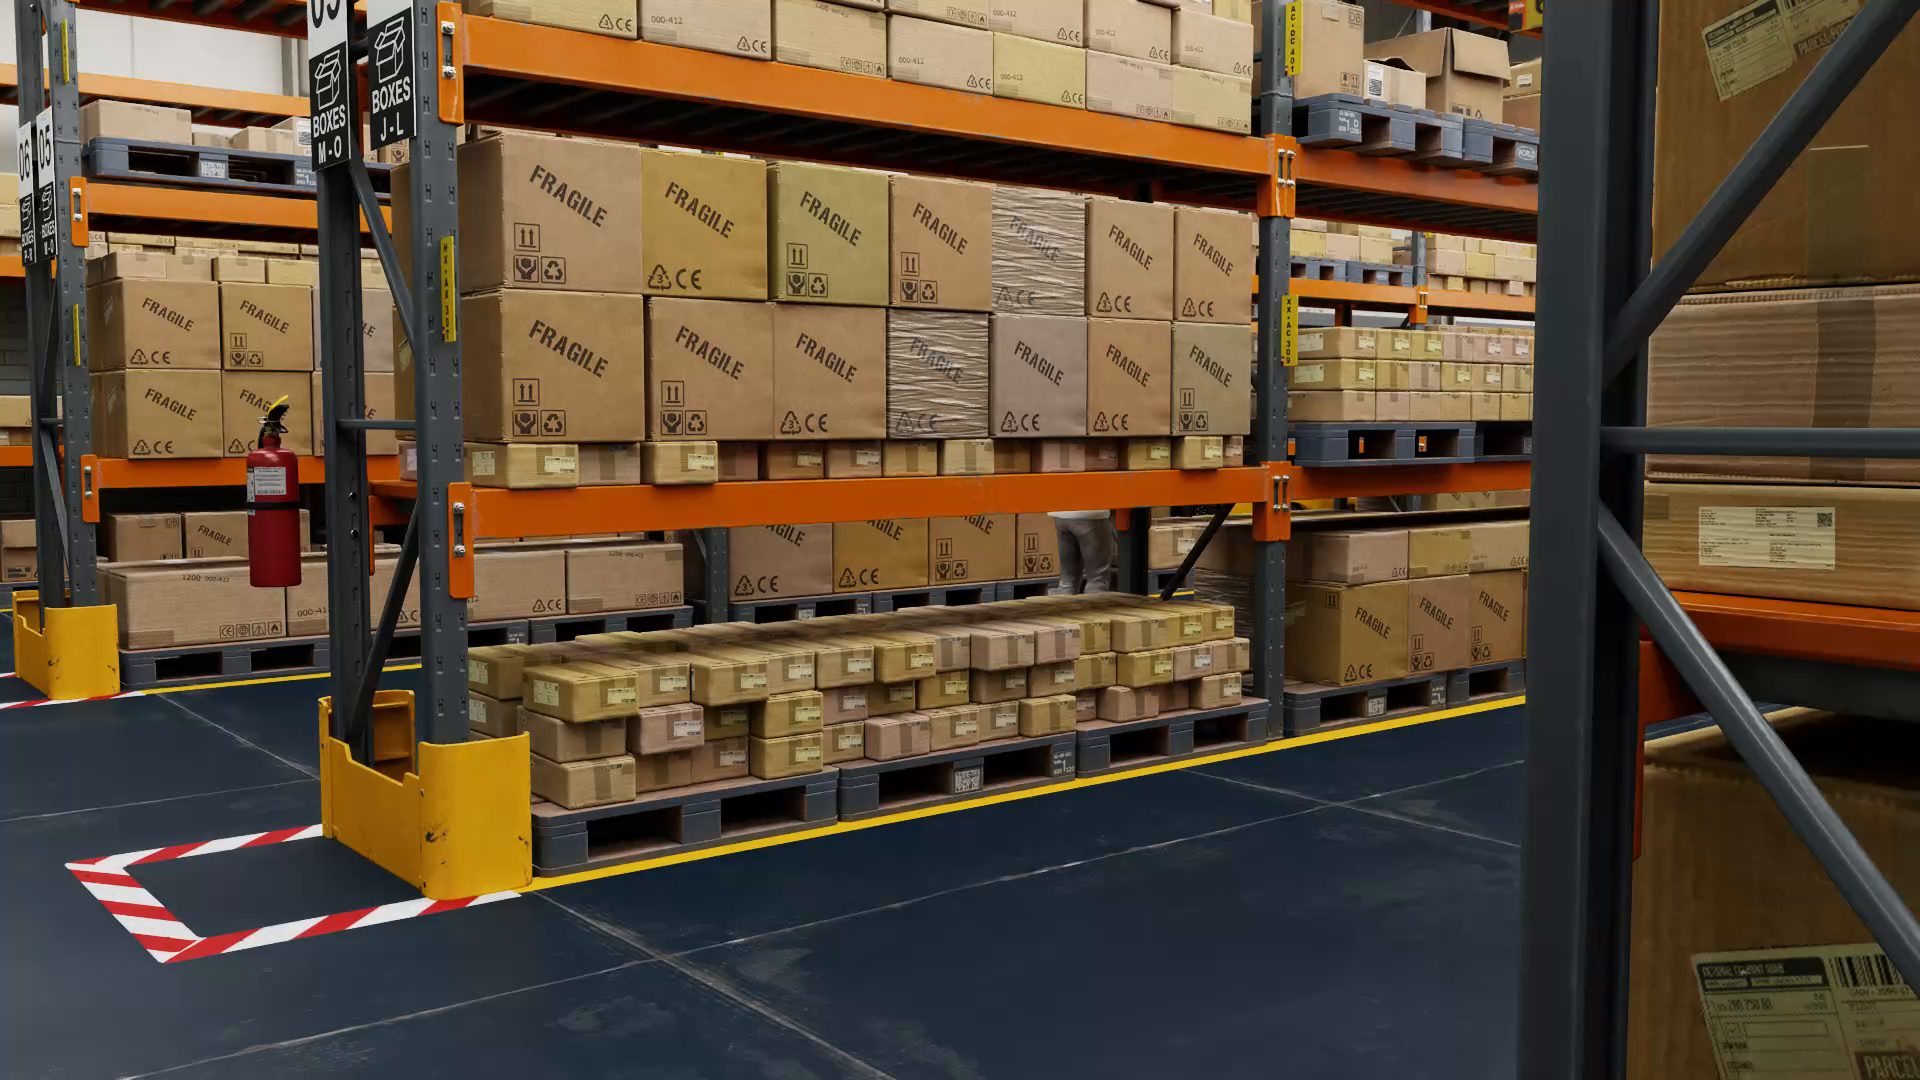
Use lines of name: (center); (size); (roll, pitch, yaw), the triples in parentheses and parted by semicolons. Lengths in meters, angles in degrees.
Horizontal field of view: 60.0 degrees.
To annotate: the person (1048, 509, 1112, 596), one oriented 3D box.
person: (0.845, -0.138, 10.708); (0.561, 1.762, 0.504); (-3, 5, -38)
